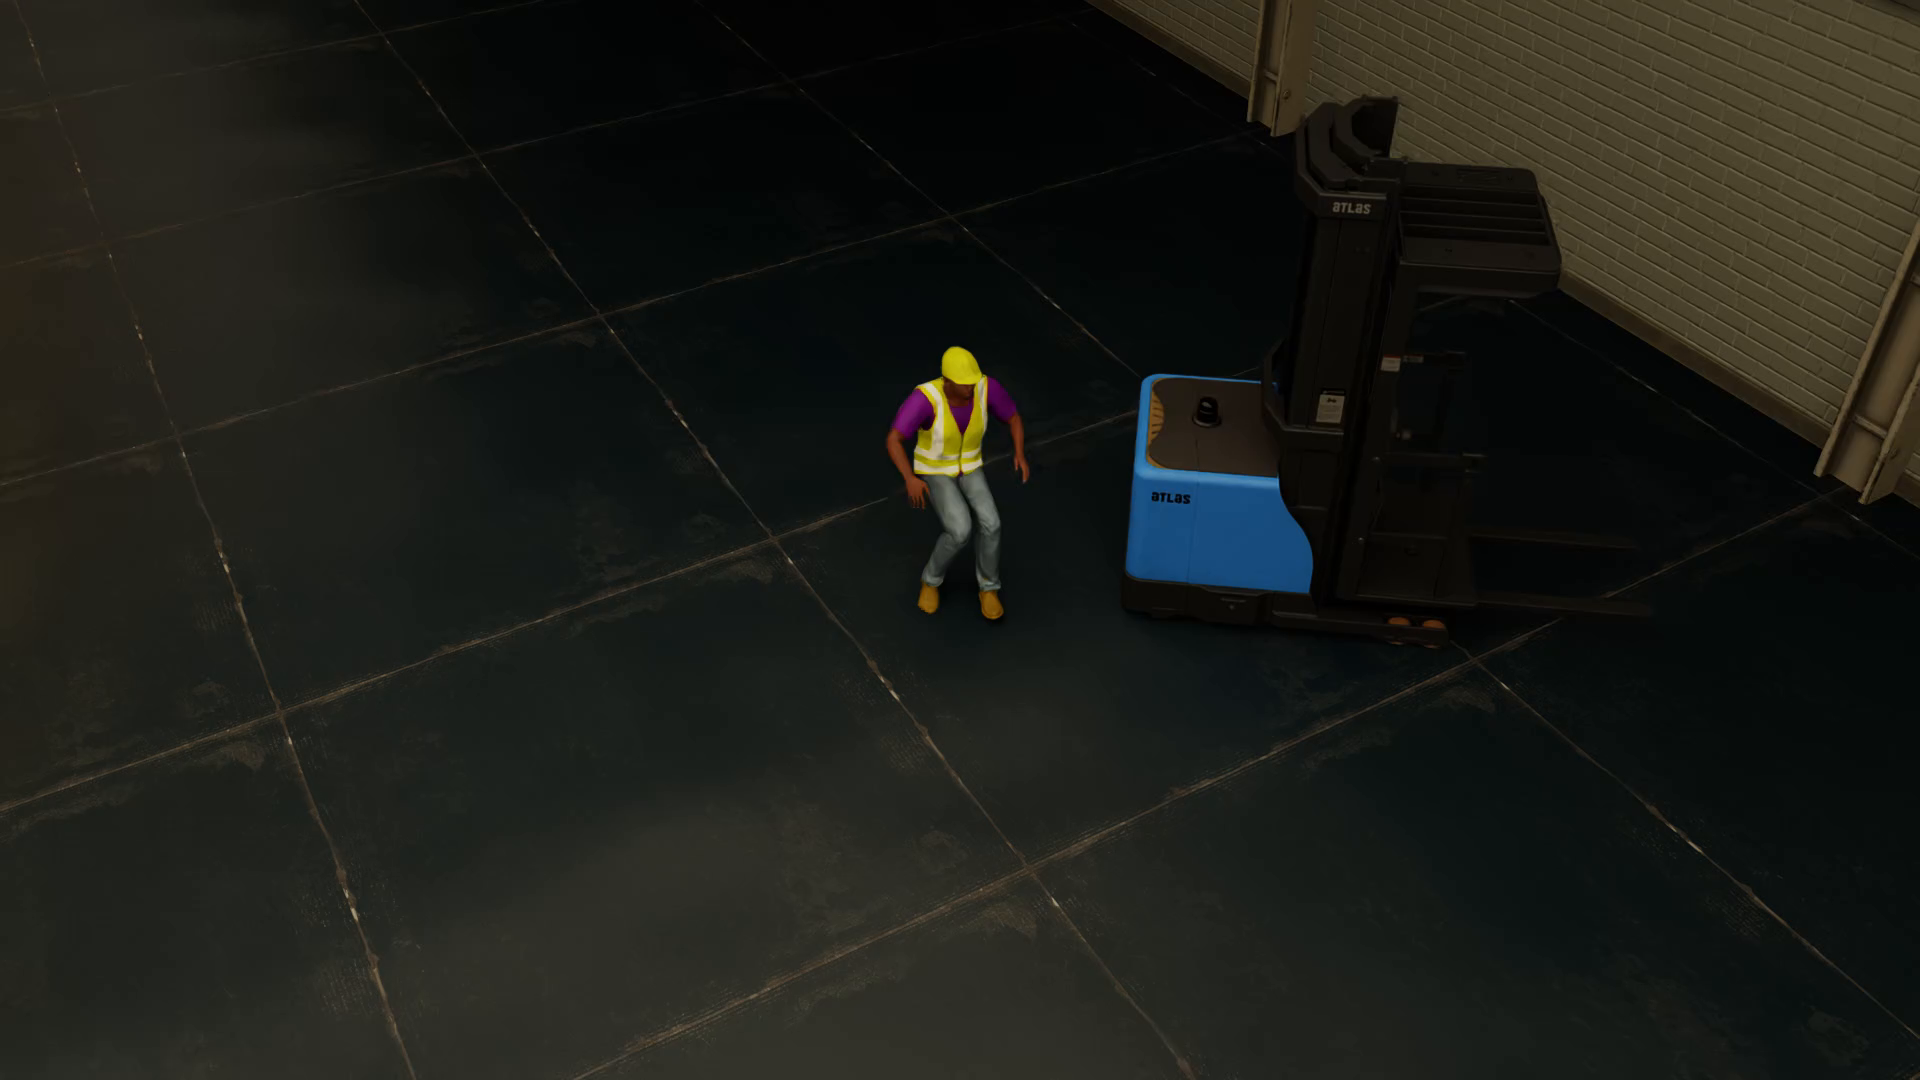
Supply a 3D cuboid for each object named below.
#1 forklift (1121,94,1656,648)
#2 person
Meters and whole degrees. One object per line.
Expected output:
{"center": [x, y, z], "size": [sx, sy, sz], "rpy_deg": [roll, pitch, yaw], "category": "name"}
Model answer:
{"center": [2.505, -0.868, 9.082], "size": [3.031, 2.935, 1.130], "rpy_deg": [5, 40, 6], "category": "forklift"}
{"center": [0.069, -0.340, 9.586], "size": [0.865, 1.540, 0.879], "rpy_deg": [-21, 44, -23], "category": "person"}
